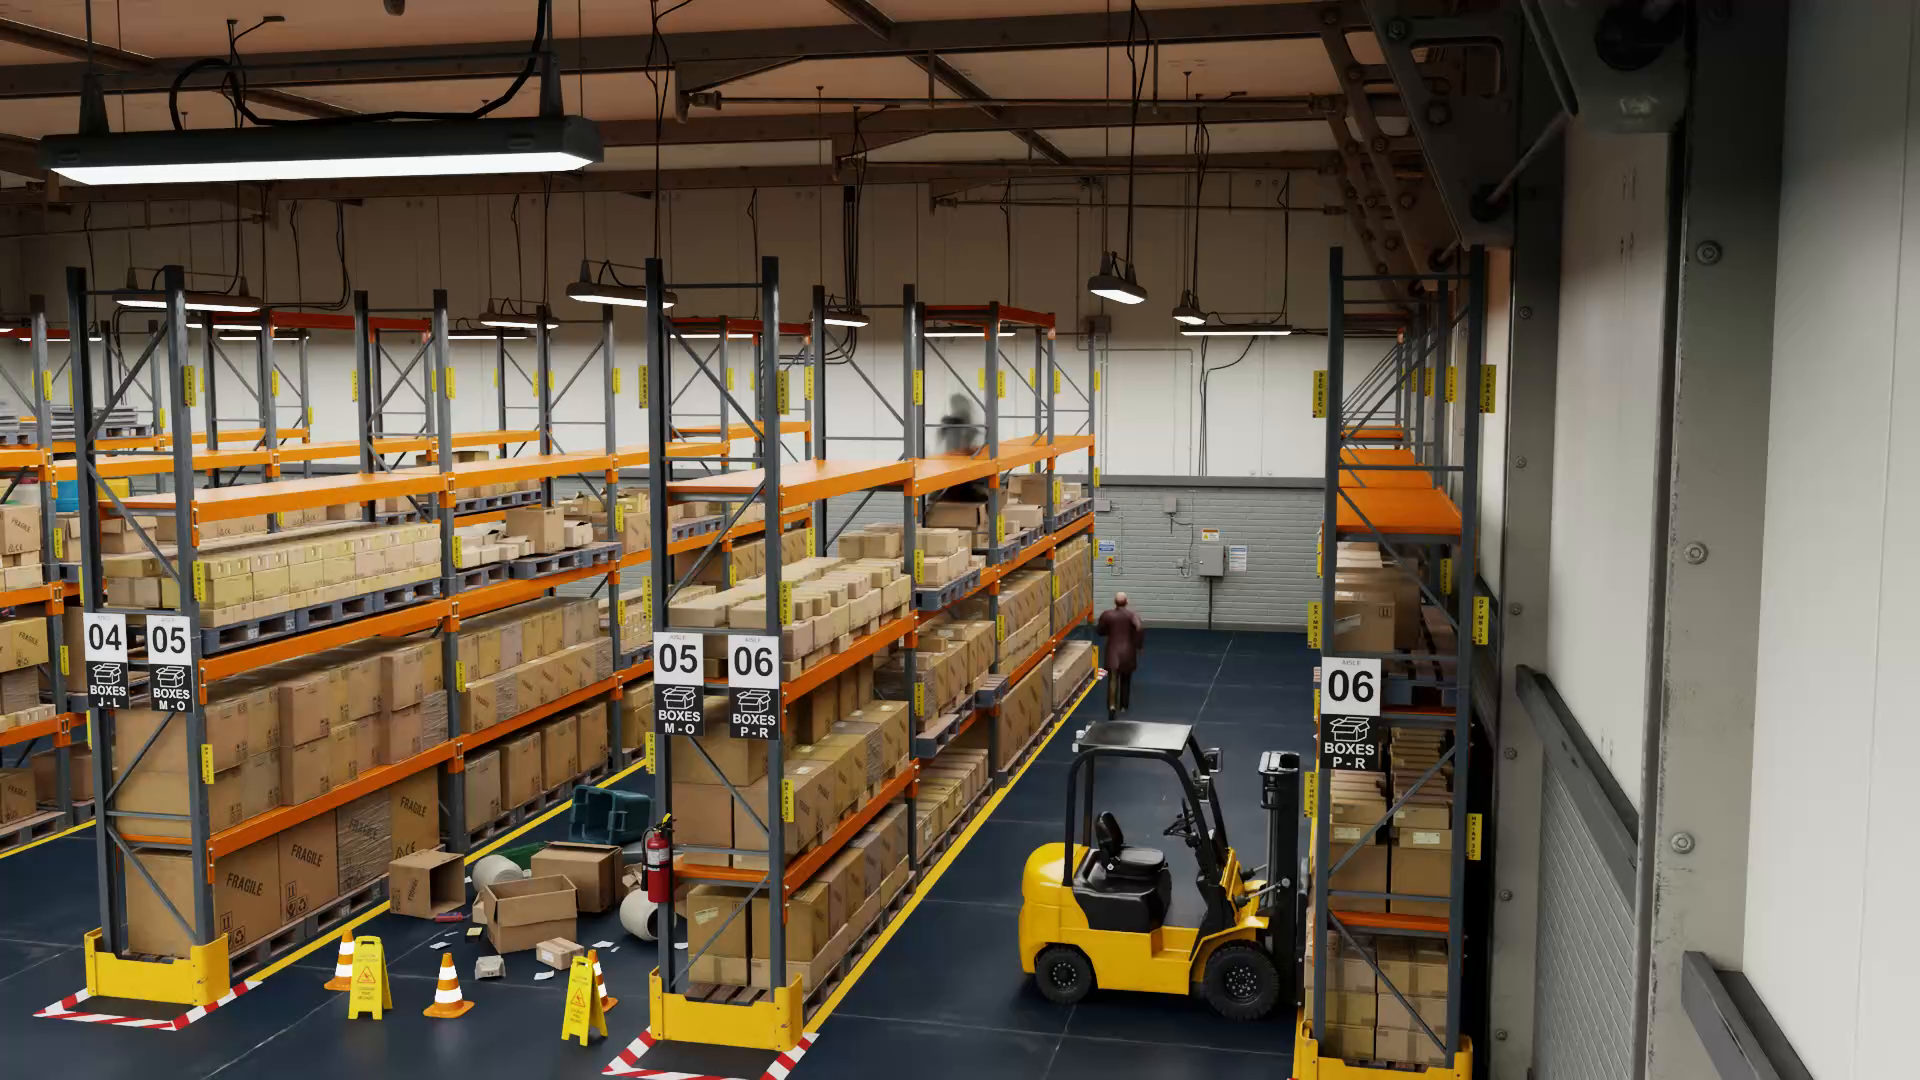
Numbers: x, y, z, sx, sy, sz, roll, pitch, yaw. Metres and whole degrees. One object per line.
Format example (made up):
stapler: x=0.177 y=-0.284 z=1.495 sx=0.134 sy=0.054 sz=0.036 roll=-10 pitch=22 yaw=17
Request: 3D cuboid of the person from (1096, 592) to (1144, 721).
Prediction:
person: x=2.247 y=1.642 z=23.346 sx=0.704 sy=1.822 sz=0.978 roll=1 pitch=6 yaw=12
